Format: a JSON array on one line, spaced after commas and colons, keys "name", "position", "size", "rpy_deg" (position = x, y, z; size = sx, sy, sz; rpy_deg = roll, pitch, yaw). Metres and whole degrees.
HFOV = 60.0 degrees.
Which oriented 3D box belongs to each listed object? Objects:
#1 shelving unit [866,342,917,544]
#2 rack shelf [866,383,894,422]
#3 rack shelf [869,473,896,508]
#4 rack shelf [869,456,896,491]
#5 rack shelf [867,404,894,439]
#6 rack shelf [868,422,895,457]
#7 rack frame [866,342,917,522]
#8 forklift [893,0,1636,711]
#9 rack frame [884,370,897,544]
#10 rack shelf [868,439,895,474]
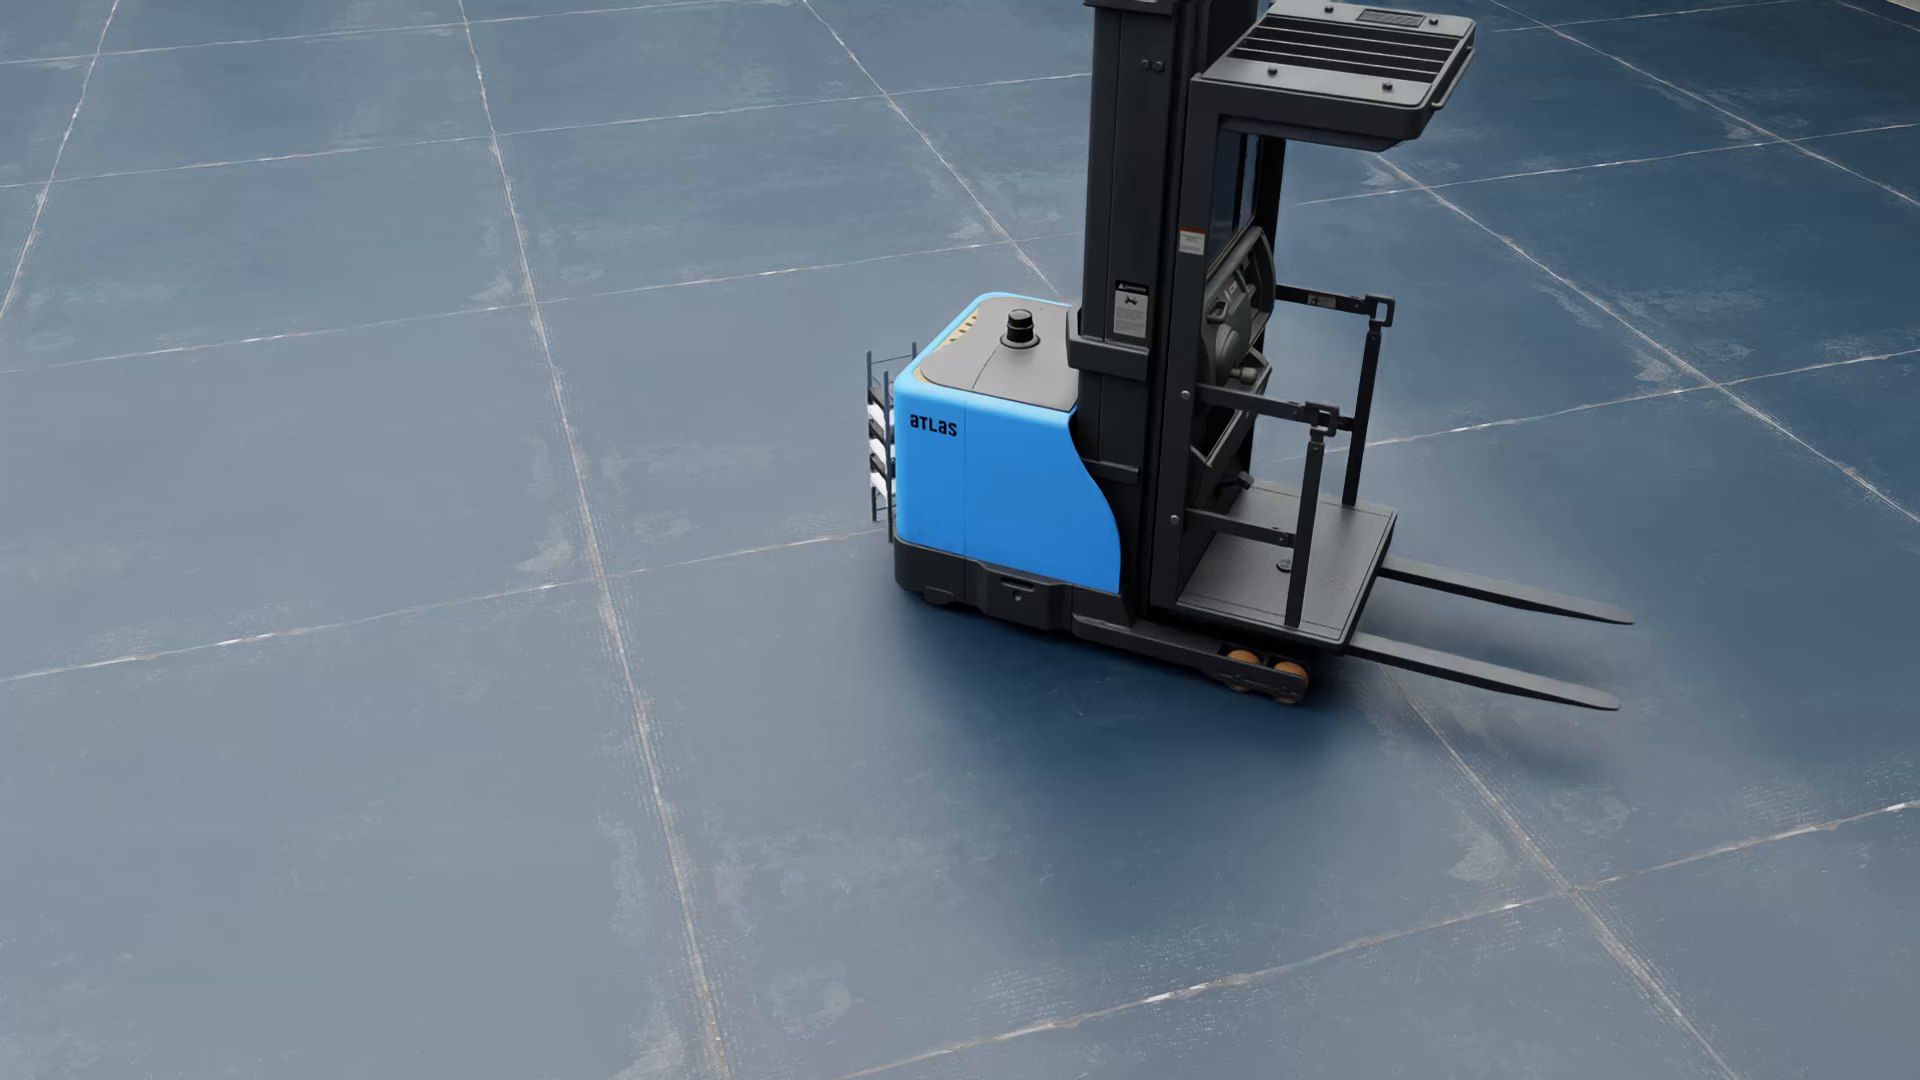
[{"name": "shelving unit", "position": [-0.263, -0.436, 7.594], "size": [0.258, 0.900, 0.210], "rpy_deg": [-14, 36, -20]}, {"name": "rack shelf", "position": [-0.263, -0.634, 7.463], "size": [0.258, 0.077, 0.200], "rpy_deg": [-14, 36, -20]}, {"name": "rack shelf", "position": [-0.263, -0.258, 7.711], "size": [0.258, 0.077, 0.200], "rpy_deg": [-14, 36, -20]}, {"name": "rack shelf", "position": [-0.263, -0.333, 7.662], "size": [0.258, 0.077, 0.200], "rpy_deg": [-14, 36, -20]}, {"name": "rack shelf", "position": [-0.263, -0.559, 7.513], "size": [0.258, 0.077, 0.200], "rpy_deg": [-14, 36, -20]}, {"name": "rack shelf", "position": [-0.263, -0.483, 7.562], "size": [0.258, 0.077, 0.200], "rpy_deg": [-14, 36, -20]}, {"name": "rack frame", "position": [-0.305, -0.487, 7.671], "size": [0.240, 0.900, 0.006], "rpy_deg": [-14, 36, -20]}, {"name": "forklift", "position": [1.274, -0.895, 6.446], "size": [3.031, 2.935, 1.130], "rpy_deg": [14, 36, 20]}, {"name": "rack frame", "position": [-0.221, -0.385, 7.516], "size": [0.240, 0.900, 0.006], "rpy_deg": [-14, 36, -20]}, {"name": "rack shelf", "position": [-0.263, -0.408, 7.612], "size": [0.258, 0.077, 0.200], "rpy_deg": [-14, 36, -20]}]
